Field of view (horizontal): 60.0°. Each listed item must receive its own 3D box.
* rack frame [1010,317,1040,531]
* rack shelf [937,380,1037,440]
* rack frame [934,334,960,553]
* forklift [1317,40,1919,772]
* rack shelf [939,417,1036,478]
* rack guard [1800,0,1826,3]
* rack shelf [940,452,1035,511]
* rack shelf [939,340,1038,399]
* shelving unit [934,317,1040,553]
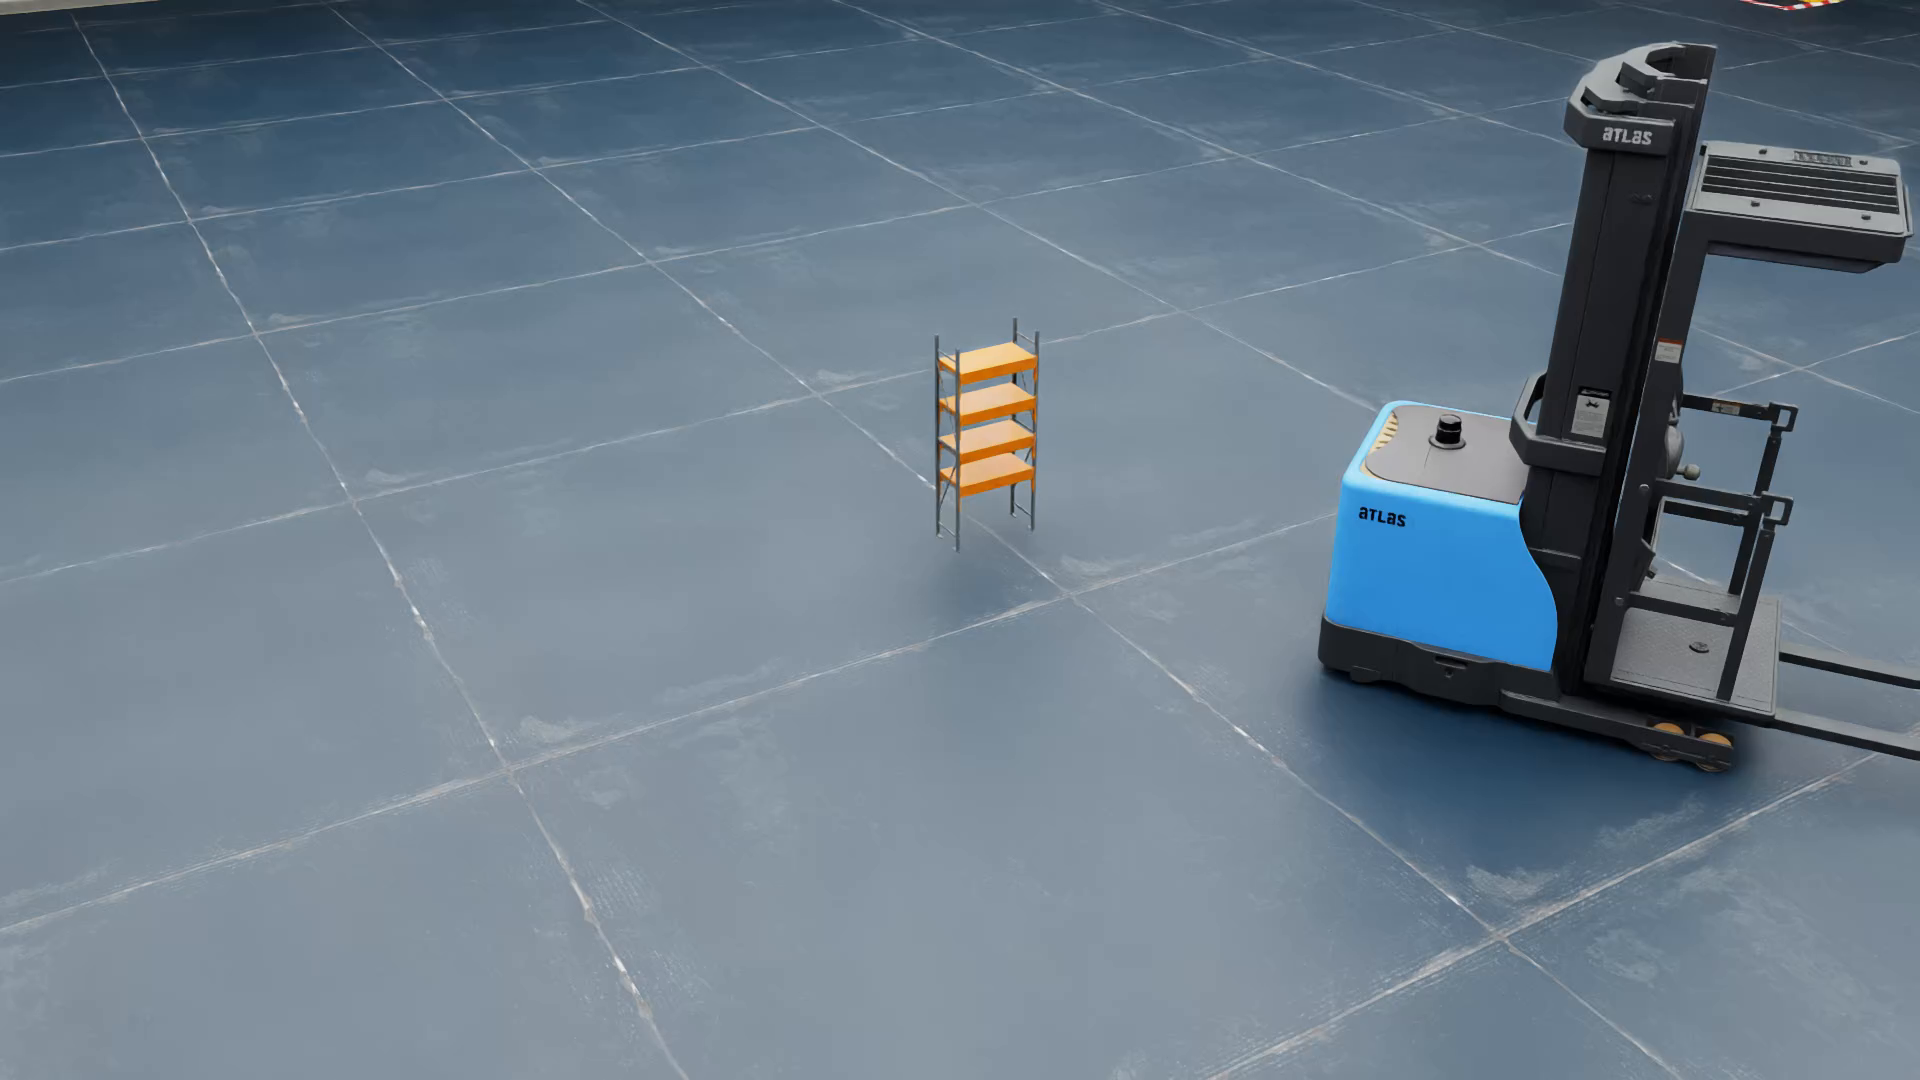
[{"bbox_3d":[0.353,-0.626,9.142,0.015,1.200,0.240,-16,33,-26],"label":"rack frame"},{"bbox_3d":[0.143,-0.703,8.958,0.480,0.148,0.258,-16,33,-26],"label":"rack shelf"},{"bbox_3d":[-0.068,-0.506,8.925,0.015,1.200,0.240,-16,33,-26],"label":"rack frame"},{"bbox_3d":[3.296,-0.548,7.209,3.031,2.935,1.130,13,31,22],"label":"forklift"},{"bbox_3d":[0.143,-0.507,9.066,0.480,0.148,0.258,-16,33,-26],"label":"rack shelf"},{"bbox_3d":[11.276,-7.704,22.692,0.348,0.500,1.175,-16,33,-26],"label":"rack guard"},{"bbox_3d":[0.143,-0.333,9.162,0.480,0.148,0.258,-16,33,-26],"label":"rack shelf"},{"bbox_3d":[0.143,-0.910,8.844,0.480,0.148,0.258,-16,33,-26],"label":"rack shelf"},{"bbox_3d":[0.143,-0.566,9.034,0.503,1.200,0.258,-16,33,-26],"label":"shelving unit"}]
